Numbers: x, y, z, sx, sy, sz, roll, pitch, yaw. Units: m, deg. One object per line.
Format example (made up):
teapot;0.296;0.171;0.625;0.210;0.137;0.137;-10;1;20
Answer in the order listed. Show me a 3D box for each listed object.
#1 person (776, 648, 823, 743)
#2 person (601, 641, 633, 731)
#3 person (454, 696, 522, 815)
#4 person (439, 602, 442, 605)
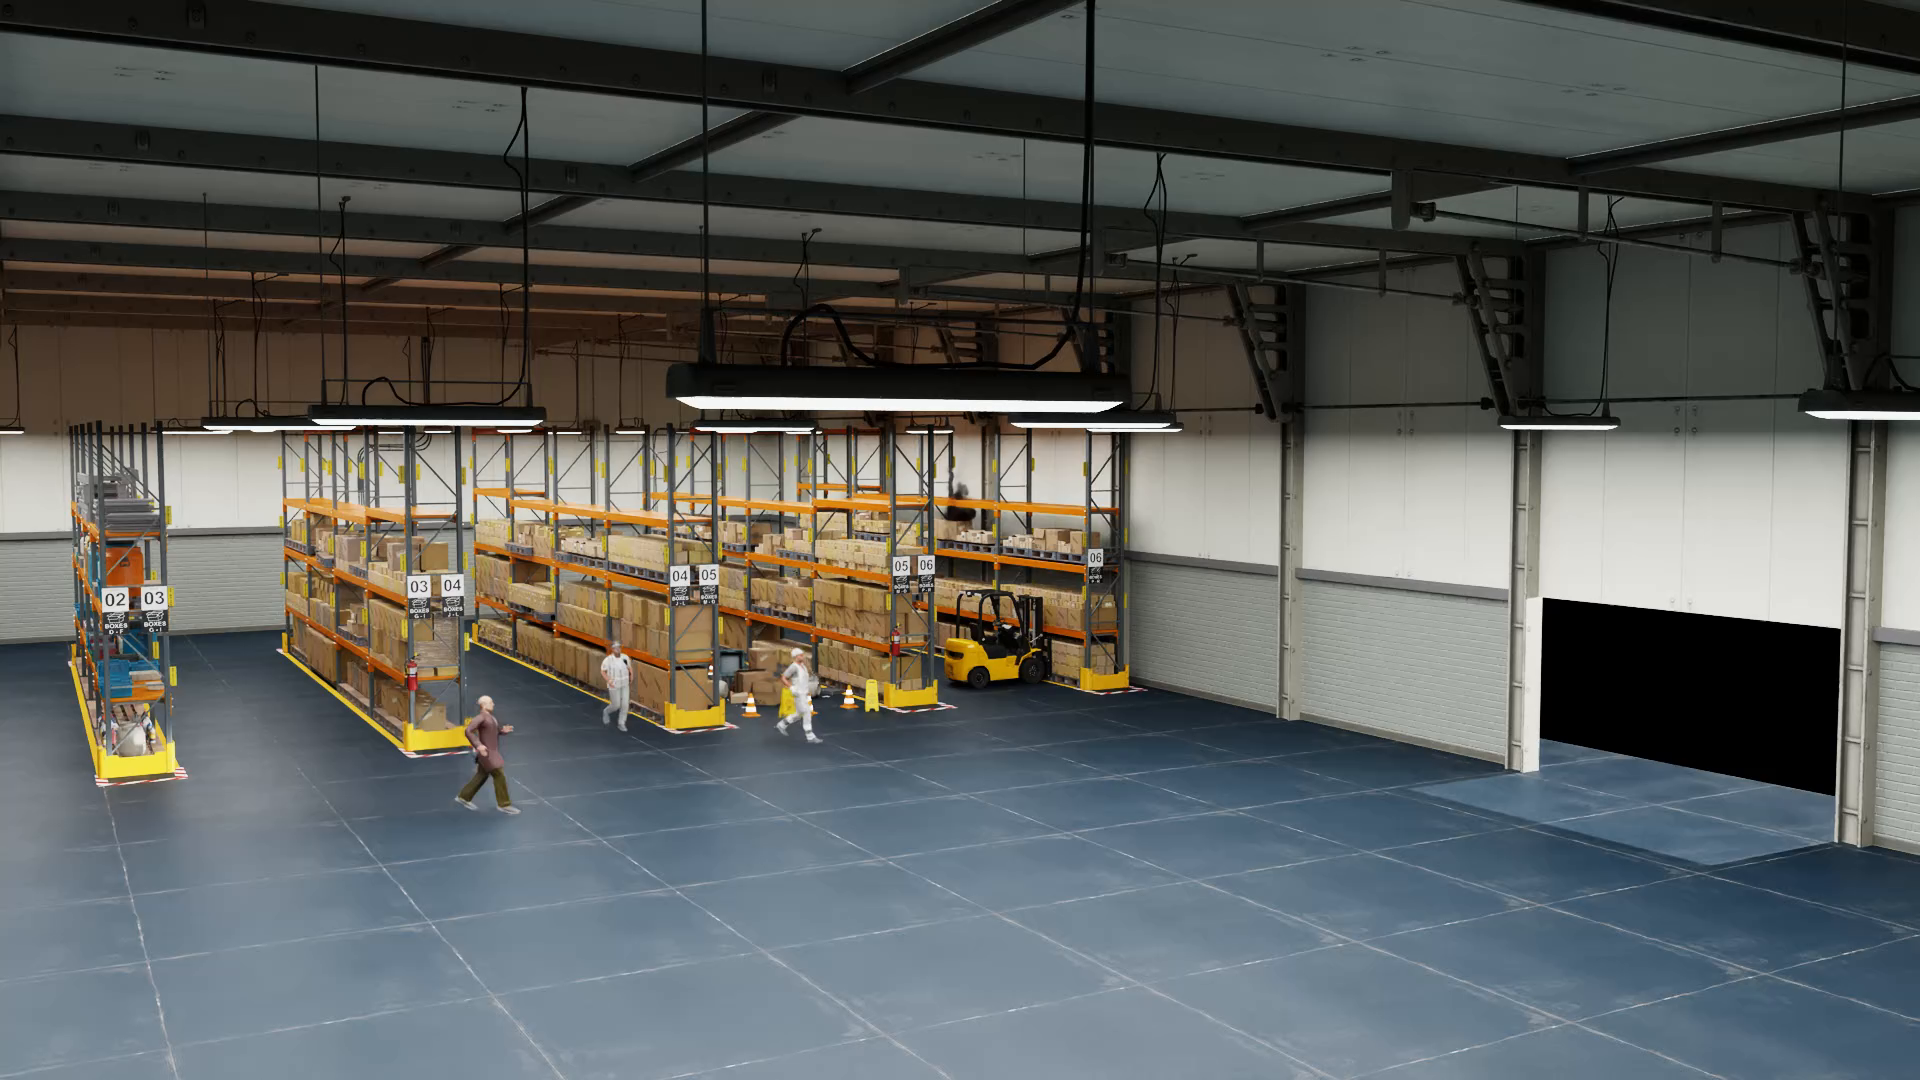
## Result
person;-3.012;2.898;31.082;0.980;1.767;0.665;1;4;14
person;-6.703;2.844;32.649;0.648;1.757;0.675;-2;4;-32
person;-7.154;3.254;25.153;1.007;1.801;0.689;-1;4;-9
person;-13.349;2.153;43.559;0.683;1.780;0.781;-2;4;-27
